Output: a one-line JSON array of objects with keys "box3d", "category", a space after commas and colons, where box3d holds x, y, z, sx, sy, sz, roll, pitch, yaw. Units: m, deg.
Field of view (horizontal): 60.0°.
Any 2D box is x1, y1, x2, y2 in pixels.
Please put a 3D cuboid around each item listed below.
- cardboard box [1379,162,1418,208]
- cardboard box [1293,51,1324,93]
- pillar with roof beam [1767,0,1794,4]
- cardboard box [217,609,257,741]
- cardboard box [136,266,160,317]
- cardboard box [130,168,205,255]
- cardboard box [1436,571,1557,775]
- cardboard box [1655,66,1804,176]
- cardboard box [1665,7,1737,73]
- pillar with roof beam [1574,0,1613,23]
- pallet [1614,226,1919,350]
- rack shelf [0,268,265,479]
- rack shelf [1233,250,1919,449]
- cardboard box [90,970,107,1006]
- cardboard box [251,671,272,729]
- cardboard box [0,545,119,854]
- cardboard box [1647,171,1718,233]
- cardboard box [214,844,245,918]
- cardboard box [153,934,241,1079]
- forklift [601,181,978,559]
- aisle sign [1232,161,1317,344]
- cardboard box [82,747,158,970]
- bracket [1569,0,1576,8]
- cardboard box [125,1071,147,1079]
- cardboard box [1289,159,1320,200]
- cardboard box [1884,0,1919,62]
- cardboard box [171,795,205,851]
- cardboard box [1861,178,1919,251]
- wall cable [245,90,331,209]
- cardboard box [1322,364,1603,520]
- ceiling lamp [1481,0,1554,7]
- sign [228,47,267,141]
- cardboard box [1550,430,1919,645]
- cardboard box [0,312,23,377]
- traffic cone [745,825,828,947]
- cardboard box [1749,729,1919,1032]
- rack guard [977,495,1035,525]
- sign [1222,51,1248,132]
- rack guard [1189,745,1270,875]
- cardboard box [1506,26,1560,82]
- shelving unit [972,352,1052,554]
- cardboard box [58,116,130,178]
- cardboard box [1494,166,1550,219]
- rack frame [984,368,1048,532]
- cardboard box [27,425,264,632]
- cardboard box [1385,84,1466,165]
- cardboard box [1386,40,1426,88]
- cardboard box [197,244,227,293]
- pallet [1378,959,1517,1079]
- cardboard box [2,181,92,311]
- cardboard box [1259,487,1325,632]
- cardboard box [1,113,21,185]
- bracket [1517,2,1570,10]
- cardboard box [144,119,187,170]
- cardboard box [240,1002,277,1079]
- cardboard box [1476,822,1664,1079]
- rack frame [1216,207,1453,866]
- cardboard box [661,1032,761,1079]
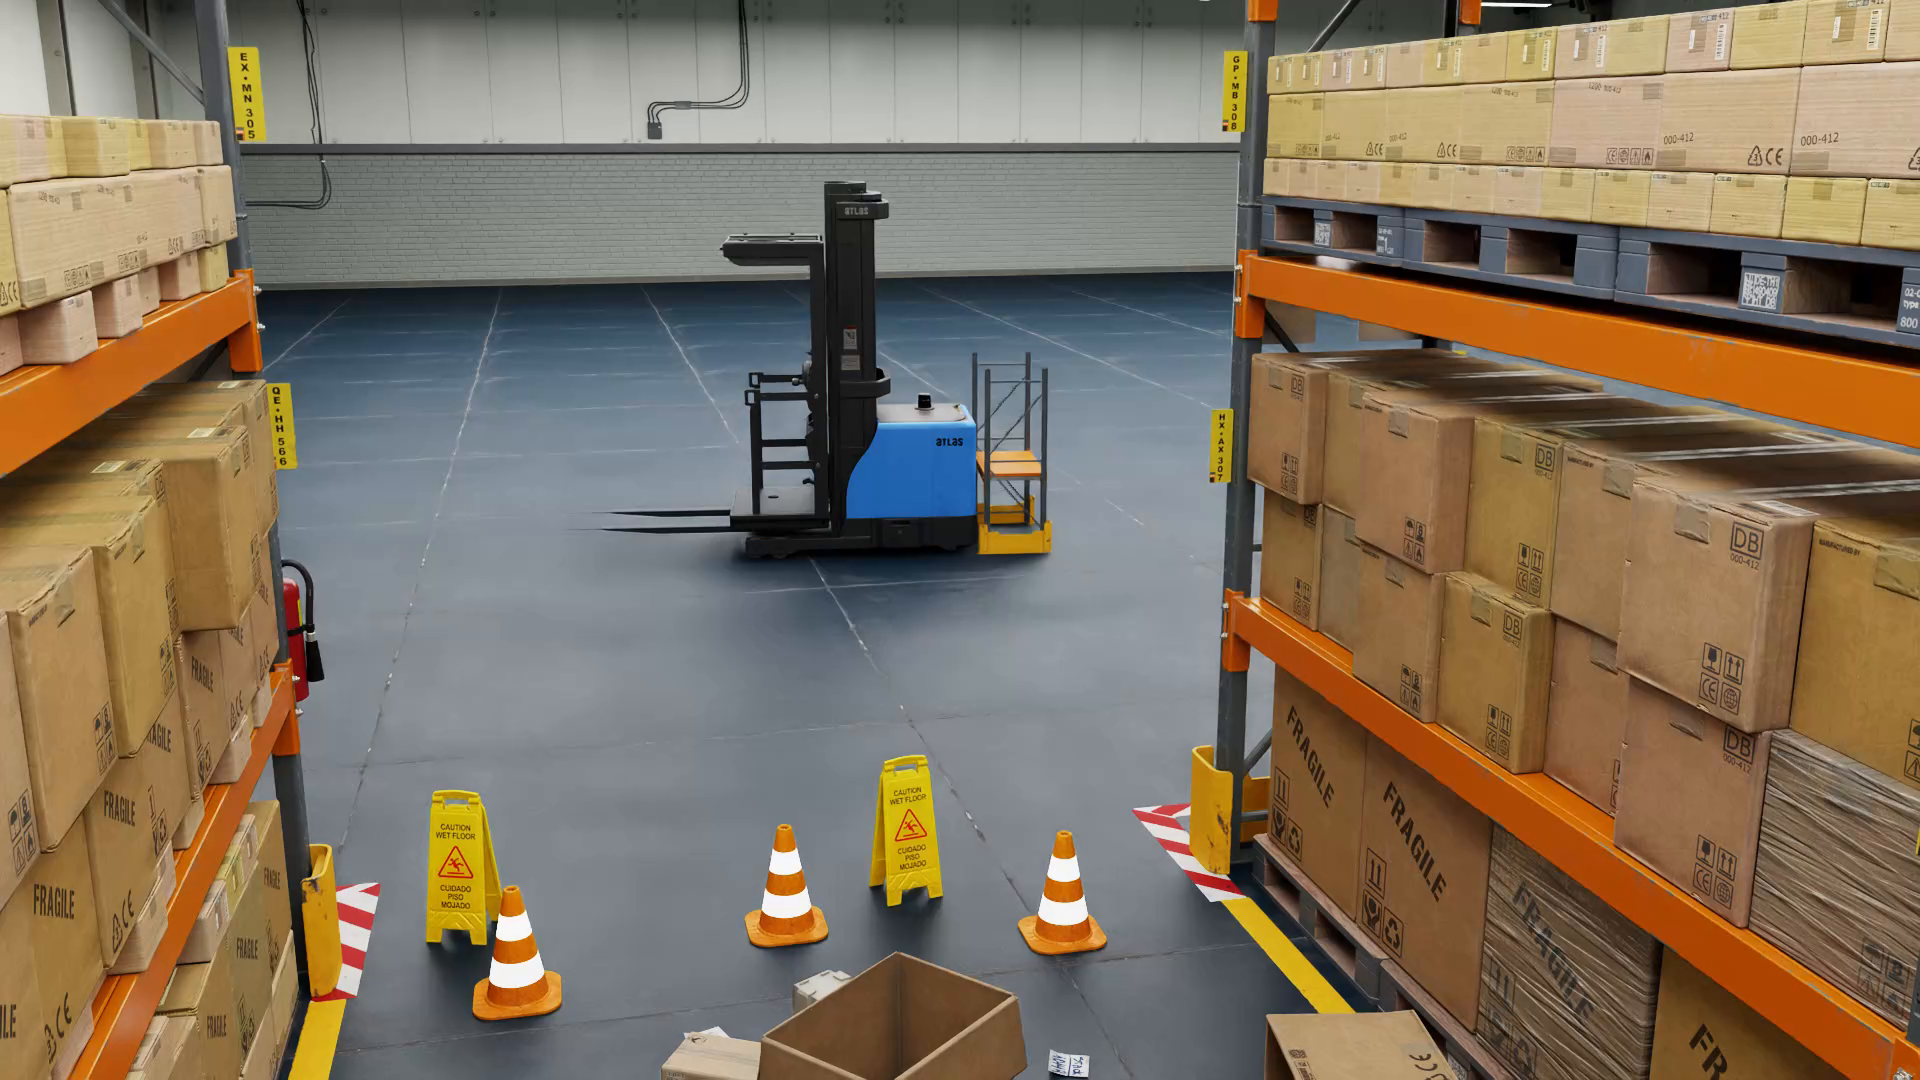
[{"box3d": [1.695, -1.241, 5.800, 0.380, 0.149, 0.250, -3, 14, -13], "category": "cardboard box"}, {"box3d": [1.516, -1.806, 6.431, 0.380, 0.149, 0.250, -3, 14, -13], "category": "cardboard box"}, {"box3d": [12.162, -9.162, 32.469, 9.100, 9.000, 0.400, -3, 14, -13], "category": "pillar with roof beam"}, {"box3d": [-2.591, 0.349, 5.343, 0.500, 0.500, 0.500, -3, 14, -13], "category": "cardboard box"}, {"box3d": [-2.524, -0.717, 4.749, 0.380, 0.149, 0.250, -3, 14, -14], "category": "cardboard box"}, {"box3d": [-2.613, -0.993, 5.040, 0.500, 0.250, 0.500, -3, 14, -14], "category": "cardboard box"}, {"box3d": [2.145, 0.409, 5.617, 0.875, 0.550, 0.500, -3, 14, -13], "category": "cardboard box"}, {"box3d": [2.145, -1.058, 4.210, 0.500, 0.250, 0.500, -3, 14, -13], "category": "cardboard box"}, {"box3d": [2.057, -1.276, 4.263, 0.380, 0.149, 0.250, -3, 14, -12], "category": "cardboard box"}, {"box3d": [10.753, -10.546, 38.134, 9.100, 9.000, 0.548, -3, 14, -13], "category": "pillar with roof beam"}, {"box3d": [2.446, -0.664, 4.190, 1.003, 0.211, 1.213, -3, 14, -13], "category": "pallet"}, {"box3d": [-2.629, -0.330, 4.154, 1.077, 0.370, 4.000, -3, 14, -13], "category": "rack shelf"}, {"box3d": [2.159, -0.629, 5.379, 1.077, 0.370, 4.000, -3, 14, -13], "category": "rack shelf"}, {"box3d": [-2.241, 1.037, 3.893, 0.380, 0.149, 0.250, -3, 14, -13], "category": "cardboard box"}, {"box3d": [-2.636, 0.565, 5.825, 0.380, 0.149, 0.250, -3, 14, -14], "category": "cardboard box"}, {"box3d": [-2.151, 0.327, 3.323, 0.700, 0.500, 0.500, -3, 14, -13], "category": "cardboard box"}, {"box3d": [2.051, -0.891, 4.367, 0.380, 0.149, 0.250, -3, 14, -13], "category": "cardboard box"}, {"box3d": [-2.450, 1.078, 5.157, 0.380, 0.149, 0.250, -3, 14, -12], "category": "cardboard box"}, {"box3d": [-2.420, 1.491, 4.834, 0.500, 0.500, 0.500, -4, 14, -15], "category": "cardboard box"}, {"box3d": [-1.404, -1.406, 13.507, 3.031, 2.935, 1.130, -1, 14, -5], "category": "forklift"}, {"box3d": [1.381, -1.246, 7.228, 0.394, 0.787, 0.004, -3, 14, -13], "category": "aisle sign"}, {"box3d": [-2.238, 0.698, 3.914, 0.500, 0.500, 0.500, -3, 14, -14], "category": "cardboard box"}, {"box3d": [14.495, -12.611, 39.000, 0.235, 0.232, 0.430, -3, 14, -13], "category": "bracket"}, {"box3d": [-2.129, 1.389, 3.882, 0.380, 0.149, 0.250, -3, 14, -11], "category": "cardboard box"}, {"box3d": [1.518, -1.415, 6.513, 0.380, 0.149, 0.250, -3, 14, -13], "category": "cardboard box"}, {"box3d": [2.233, -1.102, 3.551, 0.380, 0.149, 0.250, -3, 14, -14], "category": "cardboard box"}, {"box3d": [-2.435, 0.804, 4.847, 0.380, 0.149, 0.250, -3, 14, -14], "category": "cardboard box"}, {"box3d": [2.232, -0.714, 3.644, 0.380, 0.149, 0.250, -3, 14, -13], "category": "cardboard box"}, {"box3d": [-15.088, -8.276, 35.382, 3.097, 2.526, 0.112, -3, 14, -13], "category": "wall cable"}, {"box3d": [1.957, -0.371, 6.535, 0.875, 0.550, 0.550, -3, 14, -13], "category": "cardboard box"}, {"box3d": [11.024, -12.454, 33.643, 2.000, 3.185, 0.800, -3, 14, -13], "category": "ceiling lamp"}, {"box3d": [-2.555, -1.598, 5.960, 0.100, 0.325, 0.005, -3, 14, -13], "category": "sign"}, {"box3d": [2.340, 0.002, 5.005, 0.875, 0.550, 0.550, -3, 14, -13], "category": "cardboard box"}, {"box3d": [-2.239, -0.419, 3.529, 0.380, 0.149, 0.250, -4, 14, -15], "category": "cardboard box"}, {"box3d": [-0.745, 1.435, 7.077, 0.336, 0.463, 0.334, -3, 14, -13], "category": "traffic cone"}, {"box3d": [2.530, 0.782, 4.089, 0.875, 0.550, 0.550, -3, 14, -13], "category": "cardboard box"}, {"box3d": [0.355, -0.256, 14.450, 0.587, 0.250, 0.087, -1, 14, -5], "category": "rack guard"}, {"box3d": [1.148, -1.874, 6.948, 0.100, 0.325, 0.005, -3, 14, -13], "category": "sign"}, {"box3d": [1.683, 1.226, 7.857, 1.175, 0.500, 0.348, -3, 14, -13], "category": "rack guard"}, {"box3d": [1.876, -1.452, 4.985, 0.380, 0.149, 0.250, -3, 14, -12], "category": "cardboard box"}, {"box3d": [0.401, -0.746, 13.820, 0.587, 1.500, 1.083, -1, 14, -5], "category": "shelving unit"}, {"box3d": [-2.340, -0.993, 4.200, 0.380, 0.149, 0.250, -3, 14, -12], "category": "cardboard box"}, {"box3d": [1.873, -1.066, 5.085, 0.380, 0.149, 0.250, -3, 14, -13], "category": "cardboard box"}, {"box3d": [0.447, -0.628, 13.337, 0.500, 1.500, 0.032, -1, 14, -5], "category": "rack frame"}, {"box3d": [-2.435, -0.028, 4.777, 0.700, 0.500, 0.500, -3, 14, -14], "category": "cardboard box"}, {"box3d": [1.792, -1.406, 5.633, 0.500, 0.250, 0.500, -3, 14, -14], "category": "cardboard box"}, {"box3d": [1.696, -1.629, 5.708, 0.380, 0.149, 0.250, -4, 14, -14], "category": "cardboard box"}, {"box3d": [-2.653, -0.897, 5.487, 0.380, 0.149, 0.250, -3, 14, -13], "category": "cardboard box"}, {"box3d": [2.236, 1.832, 5.982, 1.003, 0.211, 1.213, -3, 14, -13], "category": "pallet"}, {"box3d": [-2.232, -0.642, 3.601, 0.500, 0.250, 0.500, -3, 14, -13], "category": "cardboard box"}, {"box3d": [1.820, 0.027, 7.180, 0.875, 0.550, 0.550, -3, 14, -13], "category": "cardboard box"}, {"box3d": [-2.202, -0.811, 3.454, 0.380, 0.149, 0.250, -4, 14, -15], "category": "cardboard box"}, {"box3d": [14.077, -13.021, 40.680, 0.076, 0.066, 3.189, -3, 14, -13], "category": "bracket"}, {"box3d": [-2.631, -1.225, 5.151, 0.380, 0.149, 0.250, -3, 14, -14], "category": "cardboard box"}, {"box3d": [-2.534, 1.739, 5.397, 0.500, 0.250, 0.500, -3, 14, -13], "category": "cardboard box"}, {"box3d": [2.333, 1.411, 5.423, 0.875, 0.875, 0.875, -3, 14, -13], "category": "cardboard box"}, {"box3d": [1.689, 0.017, 7.538, 1.000, 3.000, 0.127, -3, 14, -13], "category": "rack frame"}, {"box3d": [-0.828, 1.891, 5.875, 0.380, 0.149, 0.250, 4, 14, 16], "category": "cardboard box"}]
